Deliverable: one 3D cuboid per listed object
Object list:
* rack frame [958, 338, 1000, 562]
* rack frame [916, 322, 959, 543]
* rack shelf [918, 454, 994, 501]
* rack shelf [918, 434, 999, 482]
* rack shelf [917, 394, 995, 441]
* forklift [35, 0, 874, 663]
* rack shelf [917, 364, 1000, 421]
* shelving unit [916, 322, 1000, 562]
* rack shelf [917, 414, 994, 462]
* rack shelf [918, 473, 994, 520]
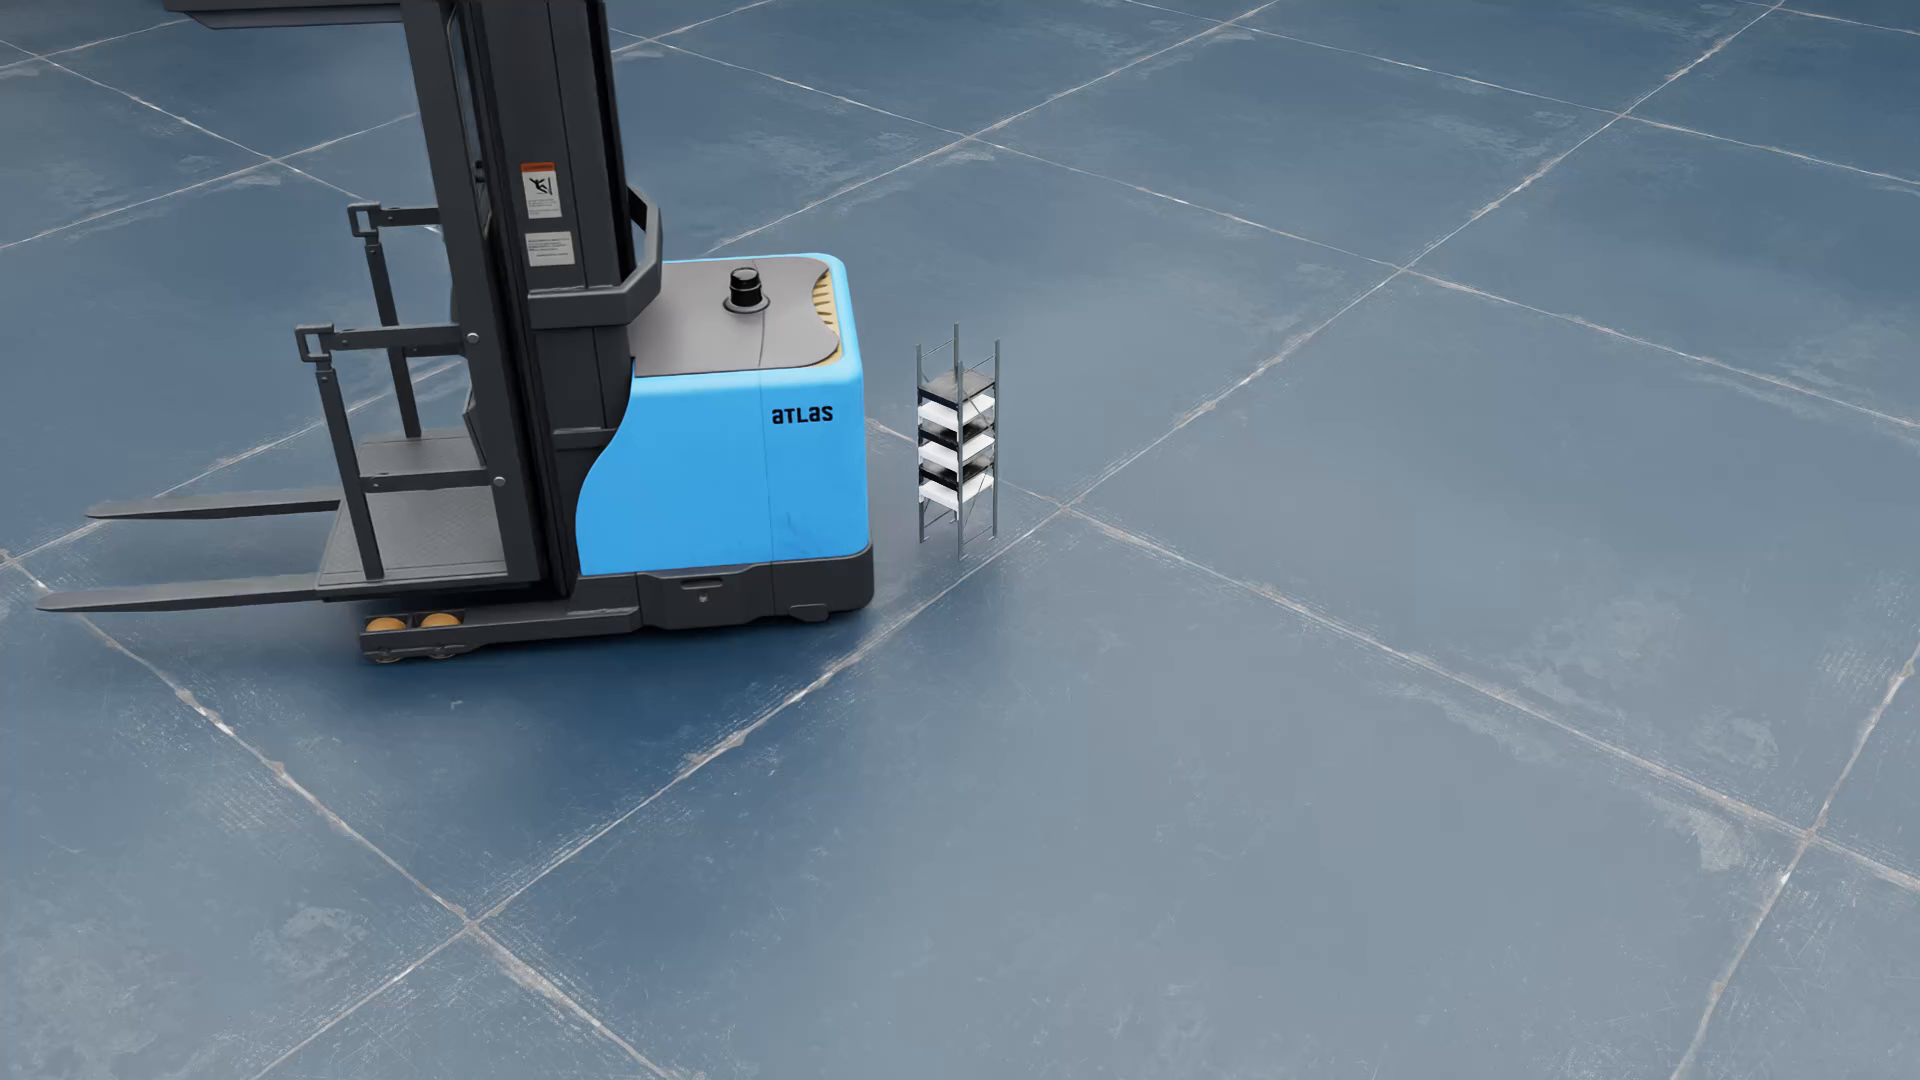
[{"bbox_3d":[0.072,-0.337,6.446,0.006,0.900,0.240,25,42,32],"label":"rack frame"},{"bbox_3d":[-0.084,-0.411,6.553,0.006,0.900,0.240,25,42,32],"label":"rack frame"},{"bbox_3d":[-0.006,-0.272,6.569,0.200,0.077,0.258,25,42,32],"label":"rack shelf"},{"bbox_3d":[-0.006,-0.346,6.518,0.200,0.077,0.258,25,42,32],"label":"rack shelf"},{"bbox_3d":[-0.006,-0.495,6.417,0.200,0.077,0.258,25,42,32],"label":"rack shelf"},{"bbox_3d":[-1.883,-1.077,5.729,3.031,2.935,1.130,-4,35,-6],"label":"forklift"},{"bbox_3d":[-0.006,-0.569,6.366,0.200,0.077,0.258,25,42,32],"label":"rack shelf"},{"bbox_3d":[-0.006,-0.374,6.500,0.210,0.900,0.258,25,42,32],"label":"shelving unit"},{"bbox_3d":[-0.006,-0.421,6.467,0.200,0.077,0.258,25,42,32],"label":"rack shelf"},{"bbox_3d":[-0.006,-0.198,6.620,0.200,0.077,0.258,25,42,32],"label":"rack shelf"}]
